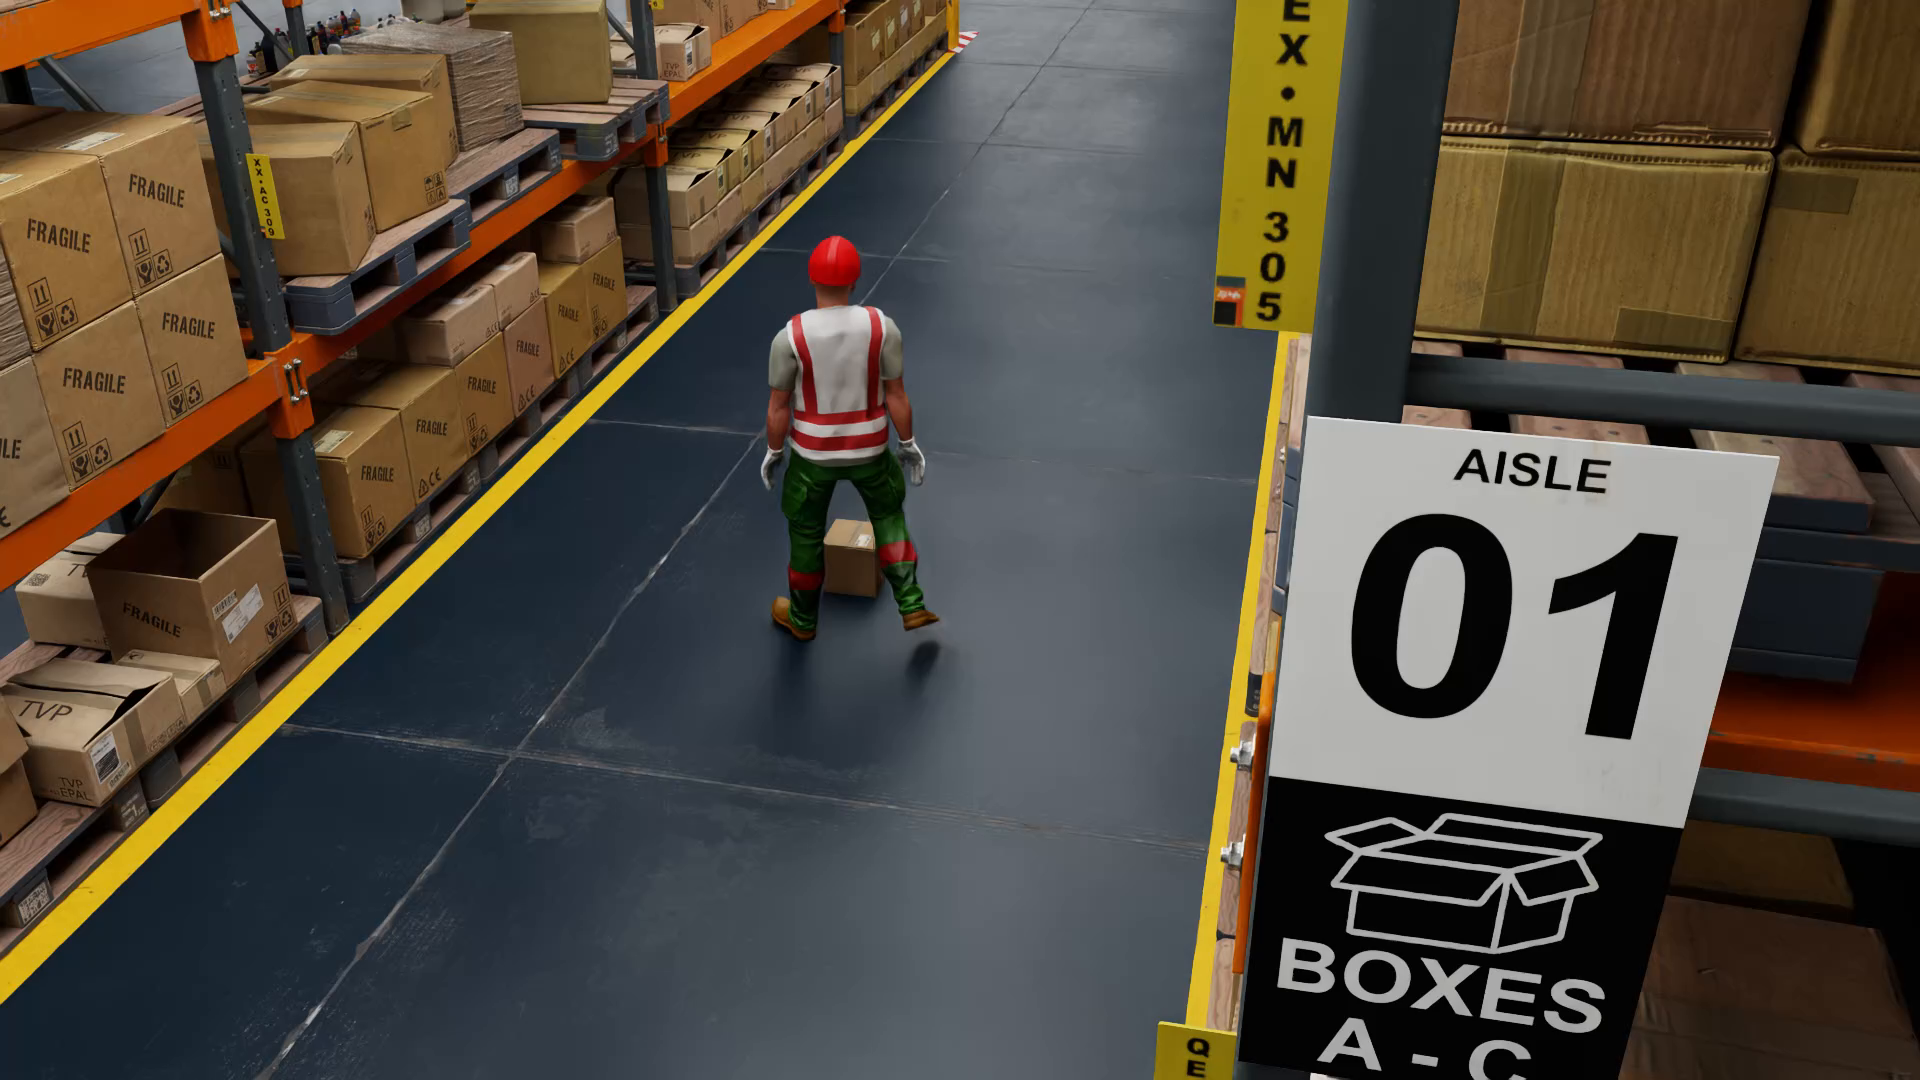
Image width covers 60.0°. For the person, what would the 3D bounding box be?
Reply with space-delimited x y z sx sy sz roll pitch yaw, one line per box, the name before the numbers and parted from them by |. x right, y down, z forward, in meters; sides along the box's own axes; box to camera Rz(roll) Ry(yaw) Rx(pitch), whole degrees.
person | -0.461 -0.367 6.766 0.696 1.789 0.598 -7 29 -13
